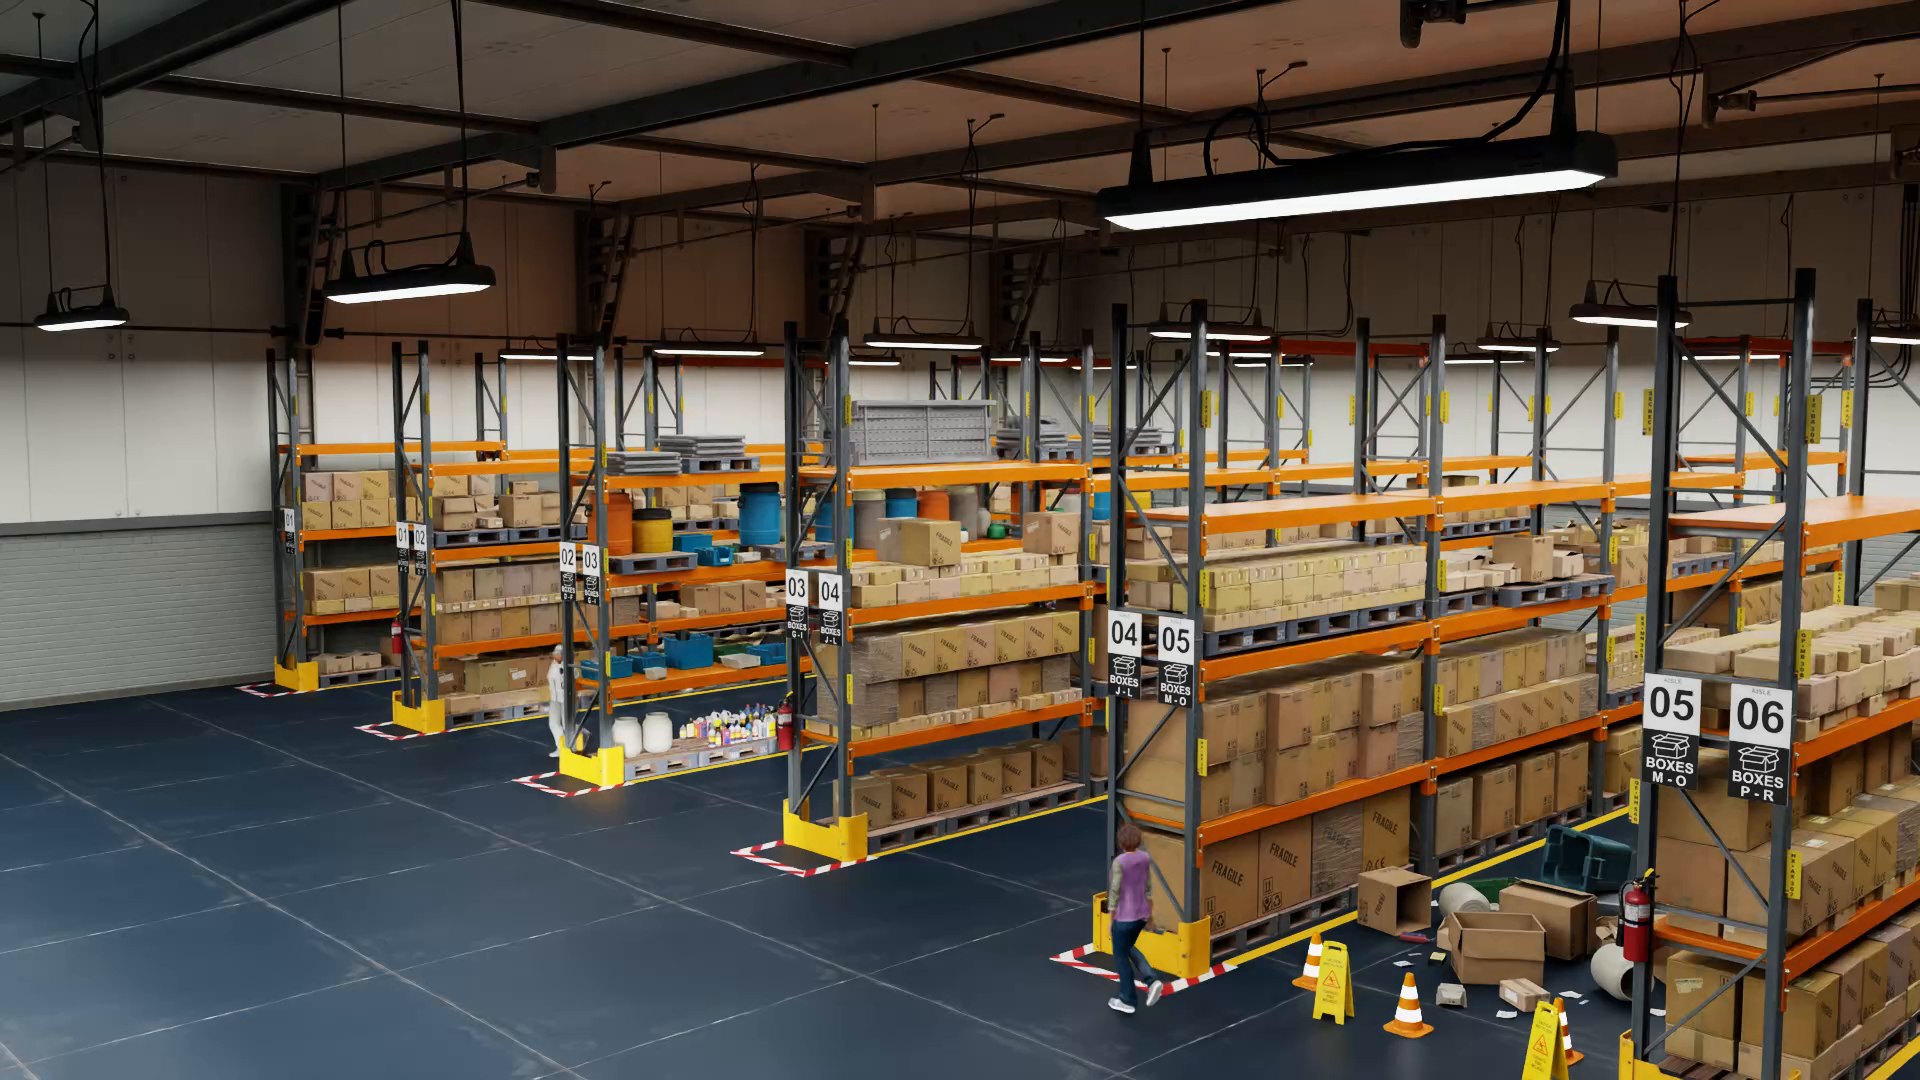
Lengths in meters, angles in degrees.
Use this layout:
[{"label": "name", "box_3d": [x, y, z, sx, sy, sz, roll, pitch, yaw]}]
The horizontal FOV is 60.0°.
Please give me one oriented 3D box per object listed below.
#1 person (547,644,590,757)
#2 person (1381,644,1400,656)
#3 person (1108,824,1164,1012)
[{"label": "person", "box_3d": [-5.653, 2.289, 23.940, 0.535, 1.640, 0.635, 3, 6, 28]}, {"label": "person", "box_3d": [6.167, 2.227, 23.735, 0.550, 1.788, 0.567, -3, 6, -34]}, {"label": "person", "box_3d": [1.445, 3.154, 13.844, 0.478, 1.588, 0.425, 5, 7, 45]}]
